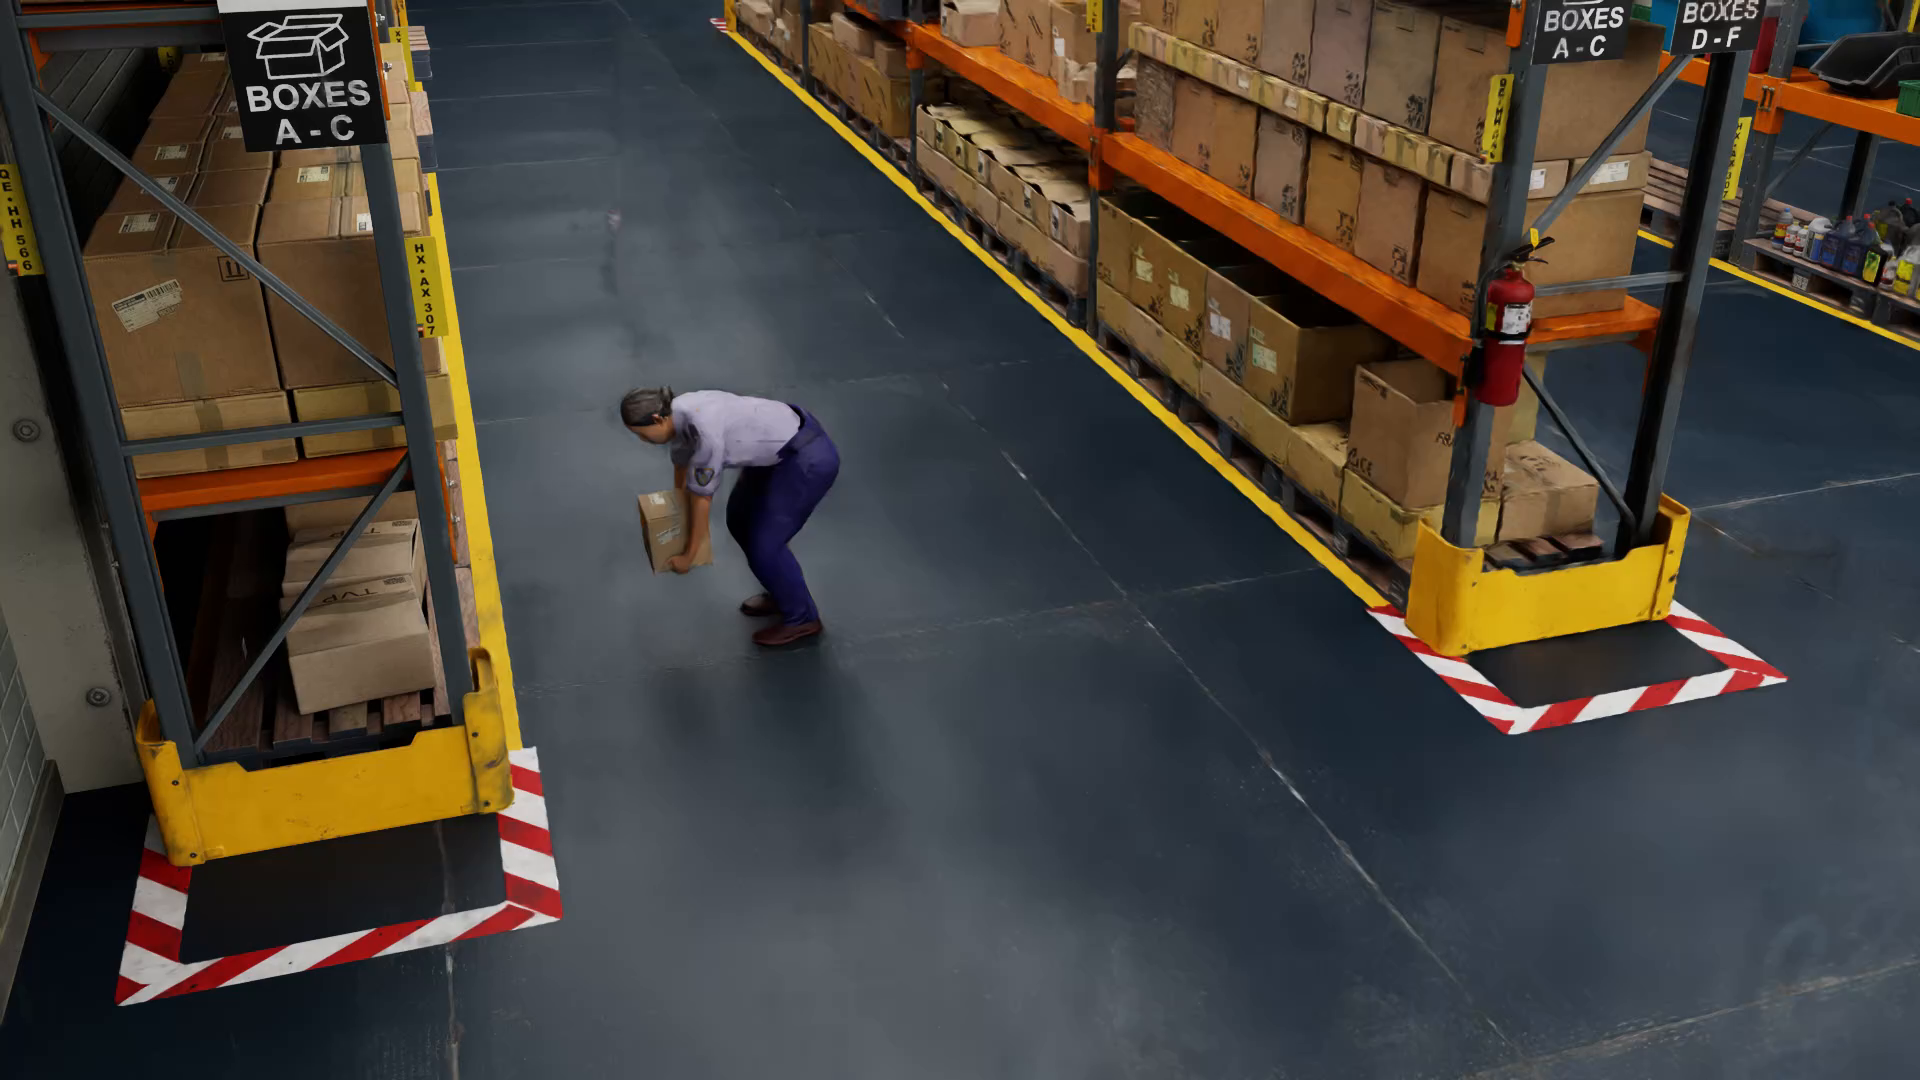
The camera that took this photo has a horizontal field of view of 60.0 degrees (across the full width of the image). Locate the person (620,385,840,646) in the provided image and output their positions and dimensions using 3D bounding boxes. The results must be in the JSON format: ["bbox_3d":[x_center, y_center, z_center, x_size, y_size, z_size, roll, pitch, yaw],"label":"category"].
[{"bbox_3d":[-0.939,-0.136,6.946,0.868,1.169,0.487,-9,28,-18],"label":"person"}]
